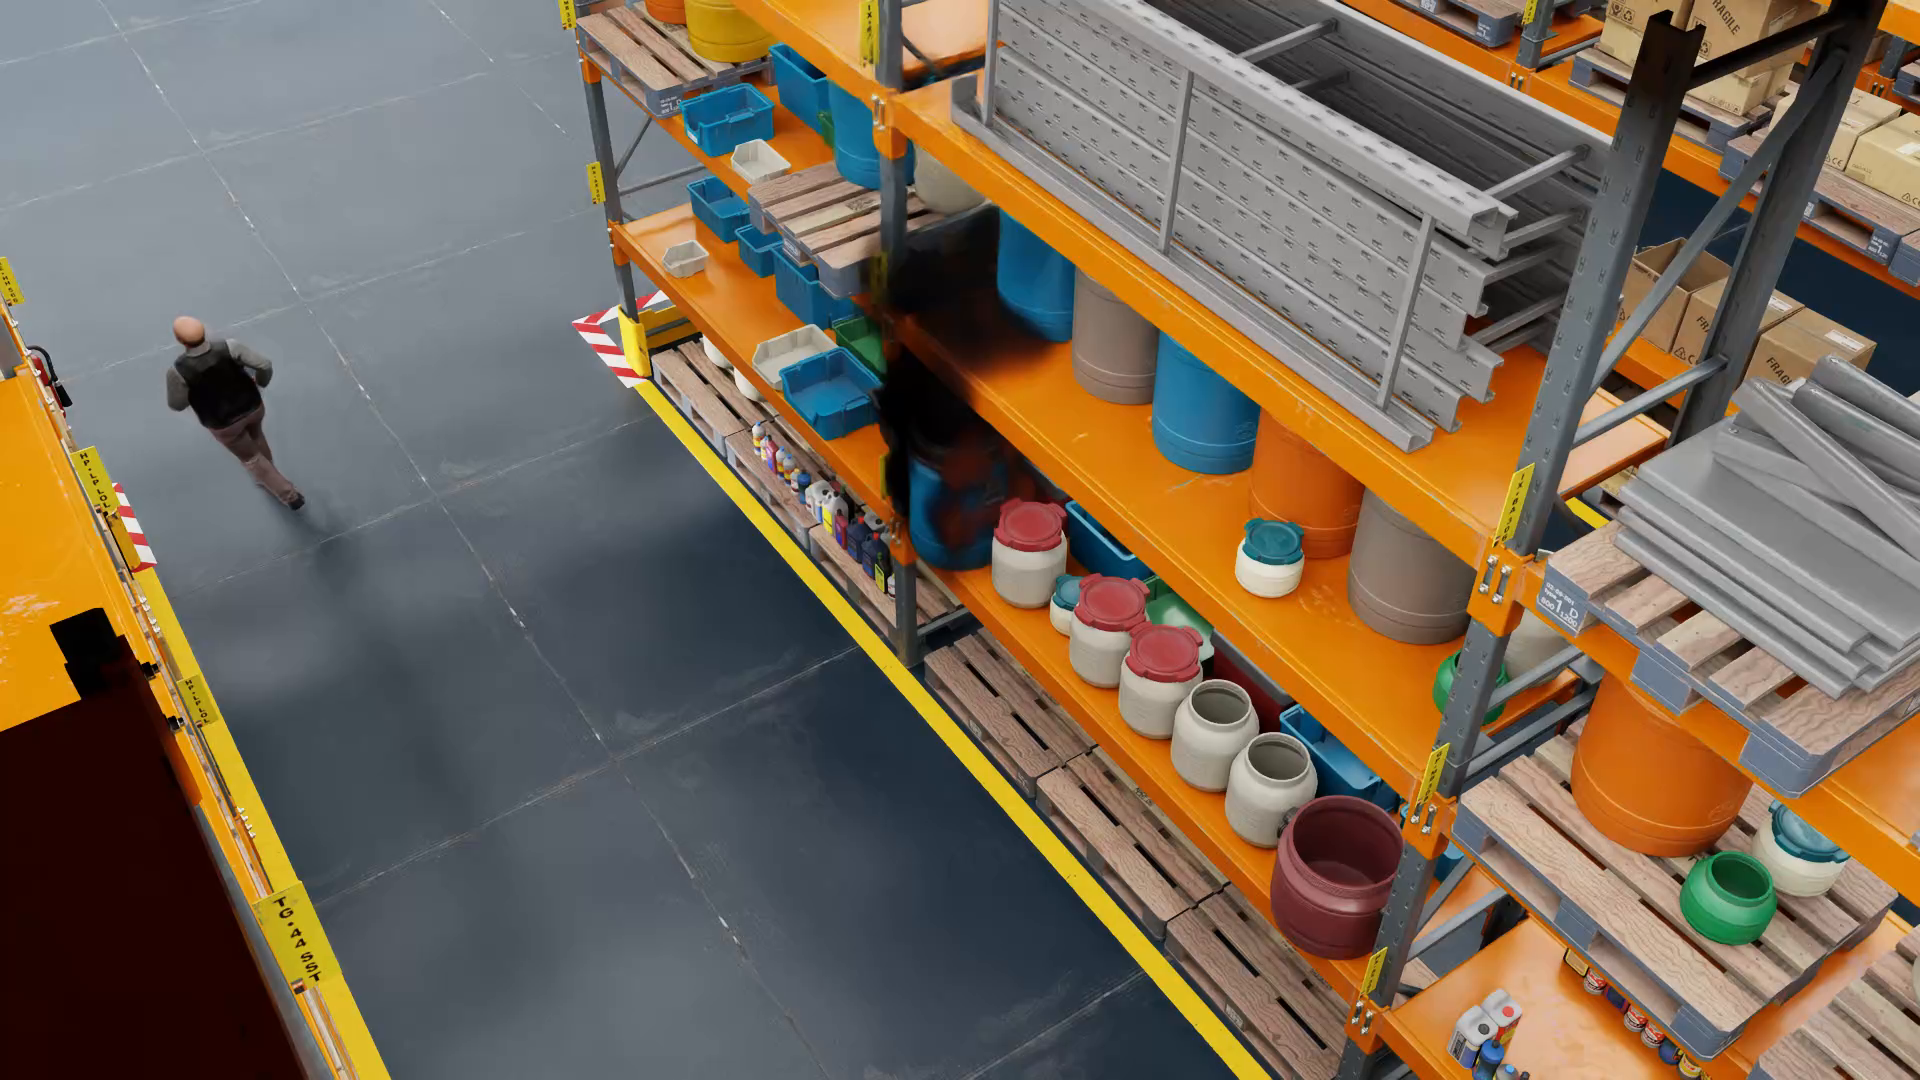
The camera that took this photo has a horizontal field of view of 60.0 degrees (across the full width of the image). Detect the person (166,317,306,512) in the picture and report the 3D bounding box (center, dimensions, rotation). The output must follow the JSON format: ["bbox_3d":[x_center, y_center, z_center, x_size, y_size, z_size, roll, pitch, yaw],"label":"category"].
[{"bbox_3d":[-5.010,-0.831,11.419,0.812,1.716,0.672,31,51,29],"label":"person"}]
